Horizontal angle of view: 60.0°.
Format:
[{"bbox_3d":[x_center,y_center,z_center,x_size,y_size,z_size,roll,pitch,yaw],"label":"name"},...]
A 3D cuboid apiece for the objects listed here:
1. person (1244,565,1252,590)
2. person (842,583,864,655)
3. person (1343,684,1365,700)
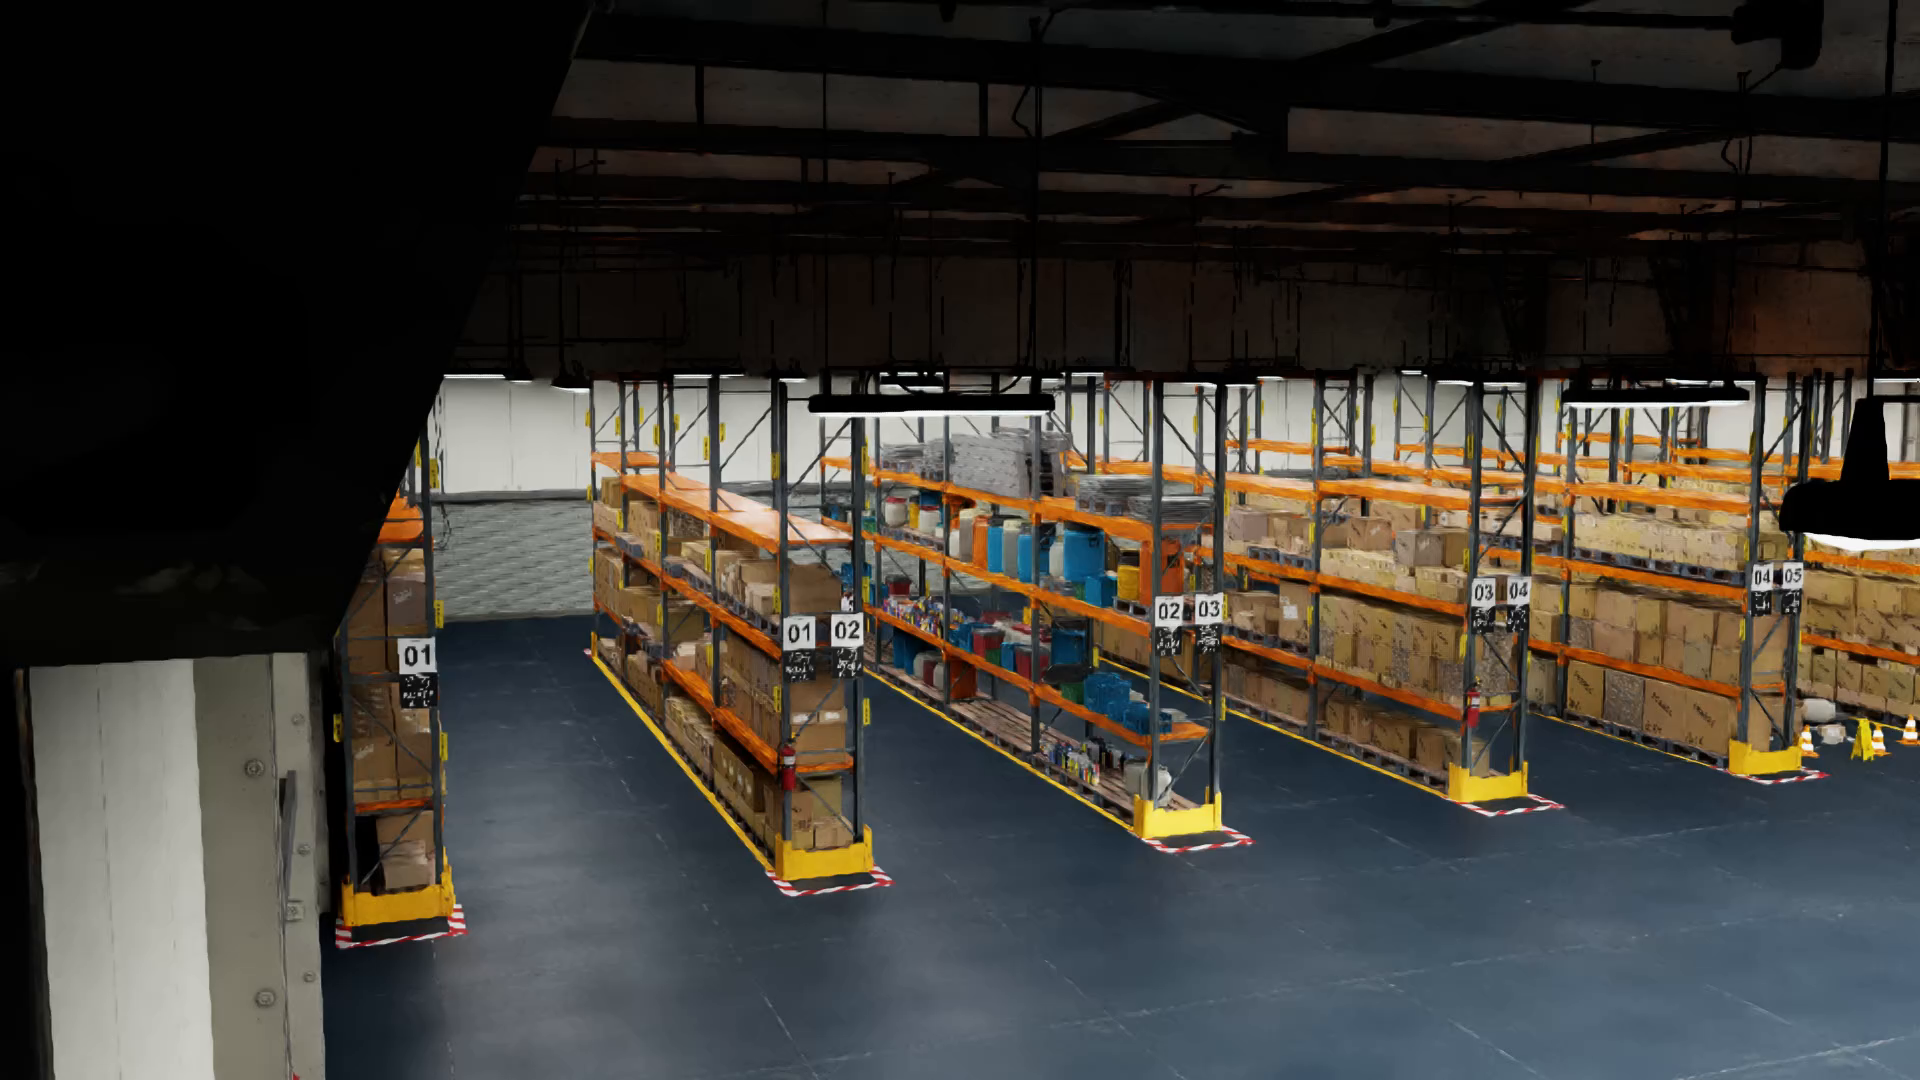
[{"bbox_3d":[6.241,1.340,36.669,0.628,1.772,0.696,-1,6,-6],"label":"person"},{"bbox_3d":[-2.212,1.711,33.930,0.483,1.689,0.489,3,7,26],"label":"person"},{"bbox_3d":[7.064,2.206,29.374,0.589,1.716,1.043,-2,7,-21],"label":"person"}]
